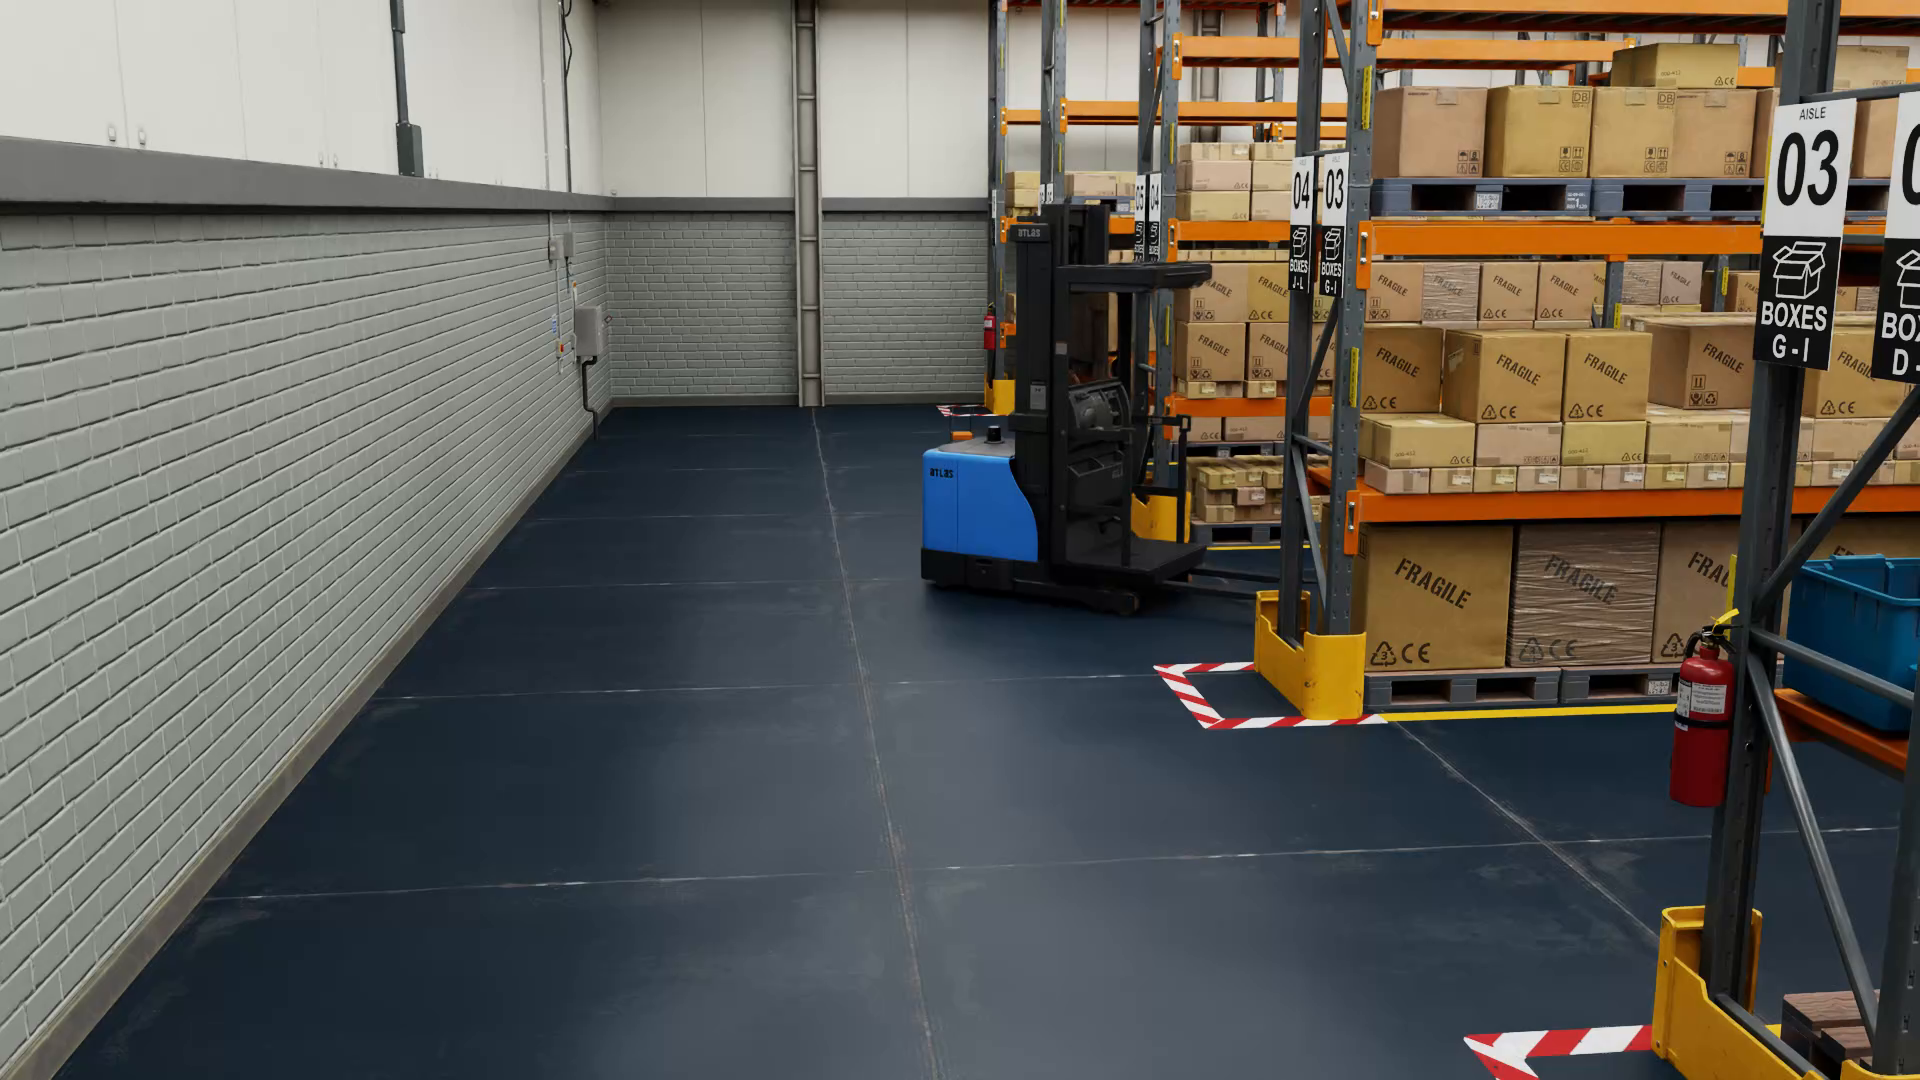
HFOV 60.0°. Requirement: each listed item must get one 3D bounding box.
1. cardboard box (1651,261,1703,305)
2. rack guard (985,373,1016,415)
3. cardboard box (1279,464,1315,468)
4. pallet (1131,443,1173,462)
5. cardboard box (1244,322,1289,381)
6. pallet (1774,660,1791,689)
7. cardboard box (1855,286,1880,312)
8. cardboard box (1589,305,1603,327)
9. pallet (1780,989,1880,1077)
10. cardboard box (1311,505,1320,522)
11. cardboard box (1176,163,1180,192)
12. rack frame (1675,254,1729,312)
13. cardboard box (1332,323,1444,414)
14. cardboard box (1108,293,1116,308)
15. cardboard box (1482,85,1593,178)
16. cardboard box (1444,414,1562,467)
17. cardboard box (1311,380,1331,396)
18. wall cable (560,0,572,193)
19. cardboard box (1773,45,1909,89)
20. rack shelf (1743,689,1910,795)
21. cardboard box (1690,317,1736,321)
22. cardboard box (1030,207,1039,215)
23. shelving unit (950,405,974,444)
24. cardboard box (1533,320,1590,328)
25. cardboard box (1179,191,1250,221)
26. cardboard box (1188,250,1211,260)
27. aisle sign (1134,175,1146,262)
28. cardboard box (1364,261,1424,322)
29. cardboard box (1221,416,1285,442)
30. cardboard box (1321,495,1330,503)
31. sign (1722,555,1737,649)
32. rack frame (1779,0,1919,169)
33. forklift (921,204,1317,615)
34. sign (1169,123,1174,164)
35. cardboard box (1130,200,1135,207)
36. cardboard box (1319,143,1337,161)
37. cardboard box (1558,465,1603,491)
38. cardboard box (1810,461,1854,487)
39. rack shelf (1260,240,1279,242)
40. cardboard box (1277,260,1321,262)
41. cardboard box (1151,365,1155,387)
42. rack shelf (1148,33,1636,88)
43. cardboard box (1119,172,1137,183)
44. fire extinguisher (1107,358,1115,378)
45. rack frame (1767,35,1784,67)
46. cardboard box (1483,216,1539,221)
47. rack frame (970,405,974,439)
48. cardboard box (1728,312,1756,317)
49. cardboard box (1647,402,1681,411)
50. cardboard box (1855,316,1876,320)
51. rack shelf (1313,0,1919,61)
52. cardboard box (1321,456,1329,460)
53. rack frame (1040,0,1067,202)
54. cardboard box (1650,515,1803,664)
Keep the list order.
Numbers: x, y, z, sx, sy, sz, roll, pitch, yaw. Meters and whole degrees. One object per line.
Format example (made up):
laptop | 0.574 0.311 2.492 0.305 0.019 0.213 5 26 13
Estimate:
cardboard box | 8.531 -3.093 19.972 0.500 0.500 0.500 -2 11 -8
rack guard | 0.599 -2.174 24.631 0.348 0.500 1.175 -1 11 -6
cardboard box | 3.019 -0.576 14.779 0.250 0.149 0.380 -2 11 -9
pallet | 1.850 -1.111 19.970 1.213 0.211 1.003 -1 11 -6
cardboard box | 2.704 -1.668 14.544 0.500 0.500 0.500 -1 11 -6
pallet | 5.346 0.739 10.562 1.213 0.211 1.003 -1 11 -6
cardboard box | 11.031 -3.013 20.301 0.500 0.500 0.500 -2 11 -8
cardboard box | 7.546 -2.701 19.923 0.500 0.250 0.500 -1 11 -8
pallet | 3.492 1.762 5.360 1.213 0.211 1.003 -1 11 -6
cardboard box | 3.017 -0.269 14.761 0.250 0.149 0.380 -1 11 -5
cardboard box | 2.129 -3.202 14.696 0.500 0.250 0.500 -2 11 -8
rack frame | 9.017 -2.614 20.388 0.127 3.000 1.000 -1 11 -6
cardboard box | 2.590 -1.048 10.095 0.500 0.500 0.500 -1 11 -5
cardboard box | 1.571 -2.942 19.207 0.500 0.500 0.500 -1 11 -7
cardboard box | 3.217 -2.333 9.574 0.500 0.500 0.700 -2 11 -8
cardboard box | 3.156 -0.589 9.708 0.500 0.250 0.500 -1 11 -7
cardboard box | 3.093 -1.362 14.671 0.250 0.149 0.380 -1 11 -7
wall cable | -4.903 -5.916 21.536 0.133 3.039 2.988 -1 11 -6
cardboard box | 5.174 -2.756 9.782 0.500 0.250 0.500 -2 11 -10
rack shelf | 4.657 0.714 5.323 4.000 0.370 1.077 -1 11 -6
cardboard box | 6.648 -1.890 14.726 0.250 0.149 0.380 -1 11 -6
cardboard box | 1.123 -4.720 23.977 0.250 0.149 0.380 -1 11 -5
shelving unit | 0.014 -0.589 14.754 0.189 1.200 0.258 -1 11 -6
cardboard box | 5.225 -1.714 14.781 0.500 0.500 0.500 -1 11 -6
cardboard box | 2.172 -2.859 14.246 0.500 0.250 0.500 -1 11 -4
cardboard box | 2.738 -3.284 19.262 0.250 0.149 0.380 -1 11 -6
aisle sign | 1.593 -2.832 14.757 0.004 0.787 0.394 -1 11 -6
cardboard box | 3.700 -2.174 14.527 0.500 0.500 0.500 -2 11 -8
cardboard box | 3.514 -1.468 20.114 0.875 0.438 0.875 -2 11 -8
cardboard box | 3.279 -0.440 14.862 0.250 0.149 0.380 -2 11 -9
sign | 2.593 0.218 5.561 0.005 0.325 0.100 -1 11 -6
rack frame | 2.668 -2.541 4.463 0.127 3.000 1.000 -1 11 -6
forklift | 1.226 -1.006 12.389 3.031 2.935 1.130 7 13 30
sign | 1.757 -3.297 13.819 0.005 0.325 0.100 -1 11 -6
cardboard box | 2.519 -4.938 24.052 0.500 0.250 0.500 -1 11 -7
cardboard box | 3.064 -3.326 14.296 0.250 0.149 0.380 -1 11 -4
cardboard box | 3.543 -0.389 9.724 0.250 0.149 0.380 -1 11 -7
cardboard box | 5.076 -0.422 9.888 0.250 0.149 0.380 -1 11 -5
rack shelf | 6.489 -4.643 24.798 4.000 0.370 1.077 -1 11 -6
cardboard box | 3.146 -2.266 14.996 0.500 0.500 0.500 -1 11 -3
cardboard box | 3.028 -2.405 24.718 0.500 0.500 0.700 -2 11 -8
rack shelf | 3.687 -4.131 14.425 4.000 0.370 1.077 -1 11 -6
cardboard box | 2.503 -5.182 23.998 0.500 0.250 0.500 -1 11 -5
fire extinguisher | 1.398 -1.362 15.189 0.183 0.674 0.296 -1 11 -6
rack frame | 12.453 -6.593 25.075 0.127 3.000 1.000 -1 11 -6
cardboard box | 4.719 -2.911 14.514 0.500 0.250 0.500 -1 11 -6
rack frame | 0.105 -0.591 14.764 0.006 1.200 0.240 -1 11 -6
cardboard box | 7.349 -2.031 15.443 0.250 0.149 0.380 -2 11 -9
cardboard box | 4.114 -0.713 10.336 0.500 0.250 0.500 -1 11 -6
cardboard box | 8.198 -1.923 14.893 0.250 0.149 0.380 -1 11 -6
rack shelf | 4.122 -2.983 9.615 4.000 0.370 1.077 -1 11 -6
cardboard box | 3.496 -0.677 15.293 0.250 0.149 0.380 -2 11 -8
rack frame | 1.063 -5.391 18.962 0.127 3.000 1.000 -1 11 -6
cardboard box | 4.551 0.224 10.374 0.875 0.875 0.875 -1 11 -6
